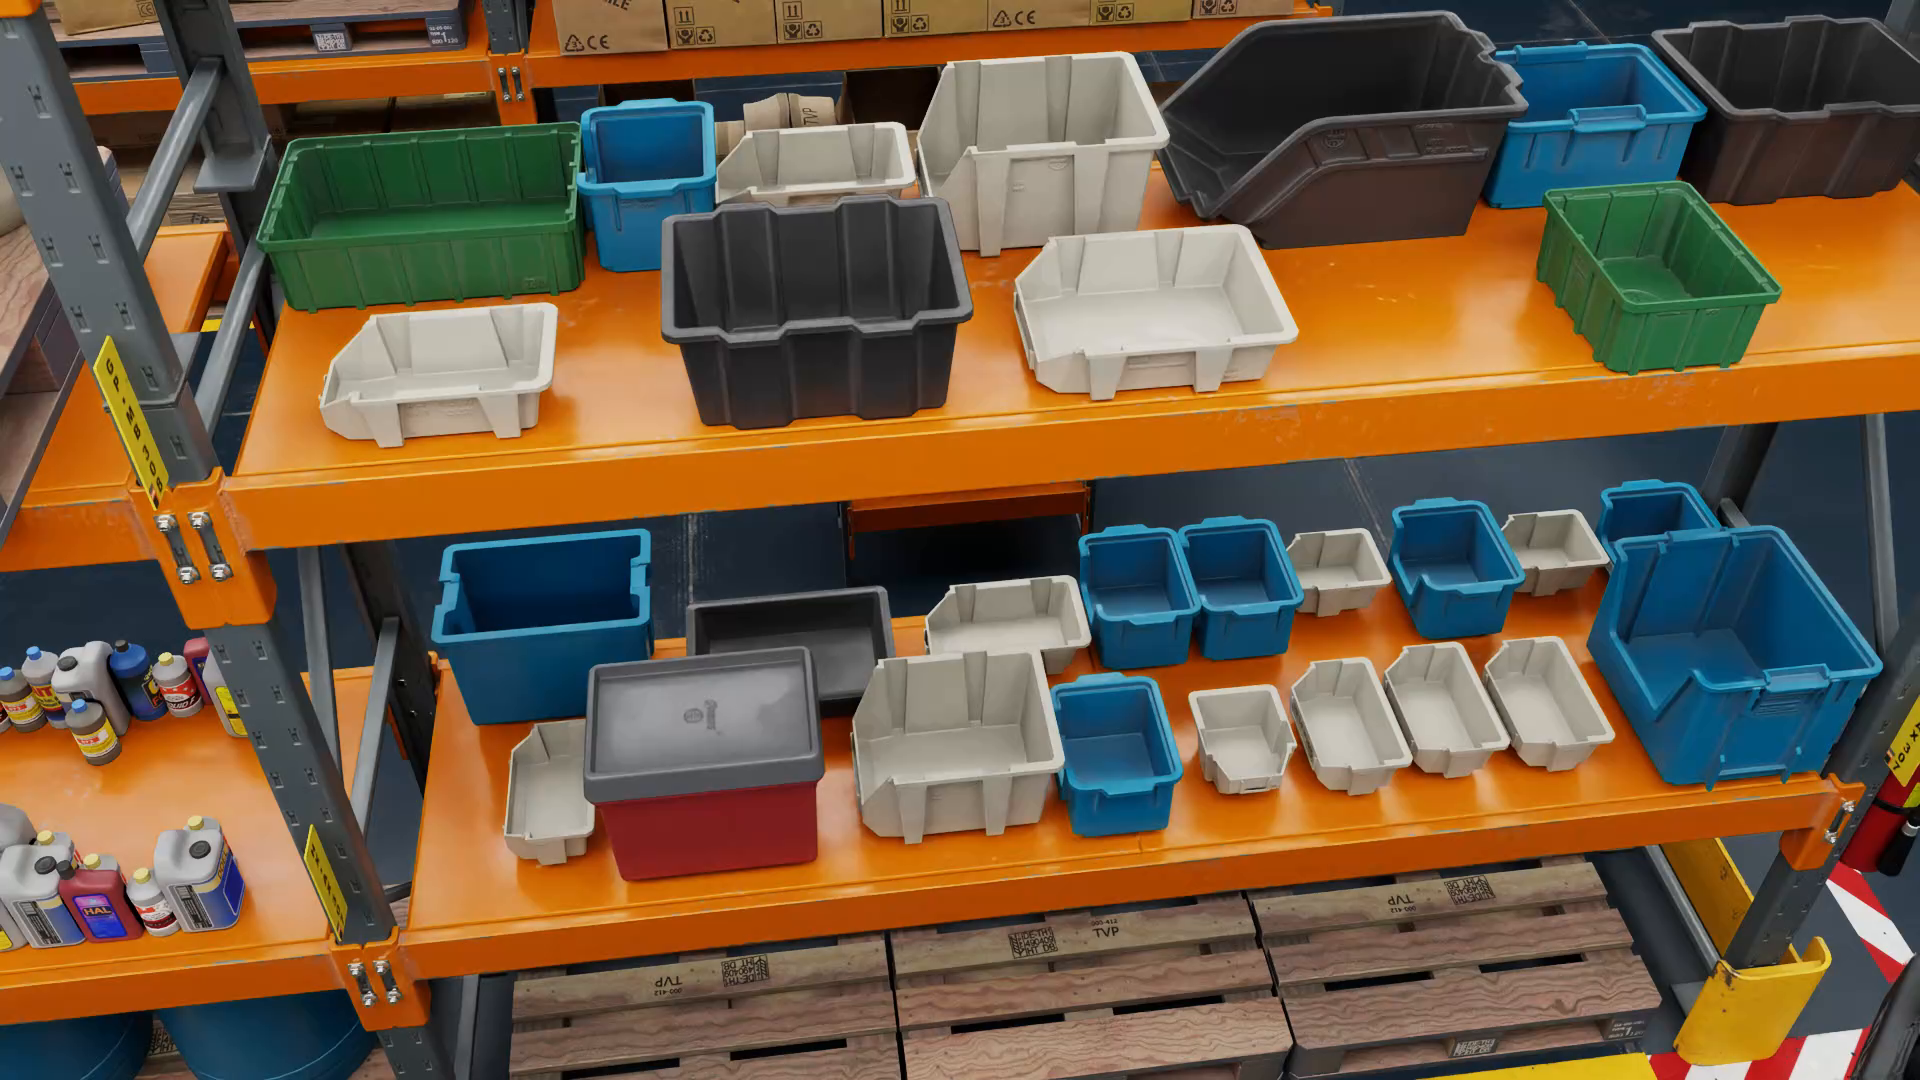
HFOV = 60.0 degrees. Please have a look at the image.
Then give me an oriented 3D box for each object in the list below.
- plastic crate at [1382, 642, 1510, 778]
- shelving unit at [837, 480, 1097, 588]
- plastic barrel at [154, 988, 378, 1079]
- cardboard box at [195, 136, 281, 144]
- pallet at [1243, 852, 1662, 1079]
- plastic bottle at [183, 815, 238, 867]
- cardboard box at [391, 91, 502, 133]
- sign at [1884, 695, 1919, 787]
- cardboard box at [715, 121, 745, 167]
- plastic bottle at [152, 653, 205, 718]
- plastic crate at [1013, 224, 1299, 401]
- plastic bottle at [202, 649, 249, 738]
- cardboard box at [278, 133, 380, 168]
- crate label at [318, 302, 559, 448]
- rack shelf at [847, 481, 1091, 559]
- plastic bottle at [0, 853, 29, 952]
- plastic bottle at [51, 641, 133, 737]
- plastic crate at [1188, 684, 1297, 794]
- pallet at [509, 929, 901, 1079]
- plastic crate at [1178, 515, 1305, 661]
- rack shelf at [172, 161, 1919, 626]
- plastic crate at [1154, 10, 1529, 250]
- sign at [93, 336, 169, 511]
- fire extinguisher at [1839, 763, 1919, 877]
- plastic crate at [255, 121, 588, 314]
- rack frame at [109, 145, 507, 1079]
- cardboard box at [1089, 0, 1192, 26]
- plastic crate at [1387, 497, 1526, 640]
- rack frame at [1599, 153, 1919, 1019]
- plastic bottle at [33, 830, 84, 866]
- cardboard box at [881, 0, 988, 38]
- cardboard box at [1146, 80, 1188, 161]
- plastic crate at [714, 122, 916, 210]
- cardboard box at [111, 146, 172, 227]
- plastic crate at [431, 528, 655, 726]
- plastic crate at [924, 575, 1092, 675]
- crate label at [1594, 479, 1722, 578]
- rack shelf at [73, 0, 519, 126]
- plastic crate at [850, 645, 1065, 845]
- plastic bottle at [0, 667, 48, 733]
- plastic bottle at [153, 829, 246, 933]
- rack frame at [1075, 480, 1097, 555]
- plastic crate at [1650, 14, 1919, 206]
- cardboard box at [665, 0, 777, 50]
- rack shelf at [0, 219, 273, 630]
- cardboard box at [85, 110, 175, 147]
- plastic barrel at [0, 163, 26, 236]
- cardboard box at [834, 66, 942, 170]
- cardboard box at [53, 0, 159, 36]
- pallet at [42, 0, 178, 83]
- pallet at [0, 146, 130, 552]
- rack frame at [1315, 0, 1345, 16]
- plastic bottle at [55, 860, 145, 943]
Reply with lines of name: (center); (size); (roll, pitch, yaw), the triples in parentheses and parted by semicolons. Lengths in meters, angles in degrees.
plastic crate: (1.334, 0.480, 4.630); (0.243, 0.136, 0.396); (-5, 42, -6)
shelving unit: (0.007, -0.418, 6.874); (1.048, 1.125, 0.538); (-5, 42, -6)
plastic barrel: (-2.100, 1.205, 4.928); (0.708, 0.901, 0.600); (-5, 42, -6)
cardboard box: (-3.732, -2.007, 8.774); (0.500, 0.500, 0.500); (-5, 42, -5)
pallet: (1.585, 1.279, 5.674); (1.213, 0.211, 1.003); (-5, 42, -6)
plastic bottle: (-1.942, 0.787, 4.286); (0.097, 0.201, 0.097); (0, 42, 0)
cardboard box: (-2.708, -2.100, 8.876); (0.500, 0.500, 0.500); (-7, 42, -7)
sign: (2.495, 0.501, 4.333); (0.005, 0.325, 0.100); (-5, 42, -6)
cardboard box: (-1.305, -2.160, 9.205); (0.250, 0.149, 0.380); (-5, 42, -6)
plastic bottle: (-2.221, 0.401, 4.714); (0.097, 0.201, 0.097); (0, 42, 0)
plastic crate: (0.391, -0.474, 3.493); (0.530, 0.136, 0.437); (-5, 42, -6)
plastic bottle: (-1.989, 0.382, 4.623); (0.185, 0.351, 0.144); (-5, 42, -6)
cardboard box: (-3.140, -1.709, 8.443); (0.500, 0.500, 0.500); (-5, 42, -5)
crate label: (-1.036, -0.321, 3.324); (0.466, 0.136, 0.293); (-5, 42, -6)
rack shelf: (0.007, -0.237, 7.038); (1.000, 0.278, 0.538); (-5, 42, -6)
plastic bottle: (-2.427, 0.861, 4.093); (0.185, 0.351, 0.144); (-5, 42, -6)
plastic bottle: (-2.429, 0.410, 4.648); (0.135, 0.276, 0.152); (-5, 42, -6)
plastic crate: (0.770, 0.559, 4.543); (0.250, 0.136, 0.298); (-5, 42, -6)
pallet: (-0.834, 1.491, 5.439); (1.213, 0.211, 1.003); (-5, 42, -6)
plastic crate: (0.815, 0.155, 4.919); (0.300, 0.233, 0.416); (-5, 42, -6)
rack shelf: (0.425, -0.475, 3.835); (4.000, 0.370, 1.077); (-5, 42, -6)
plastic crate: (0.857, -0.943, 3.862); (0.767, 0.338, 0.504); (-5, 42, -6)
sign: (-1.489, -0.206, 2.993); (0.005, 0.325, 0.100); (-5, 42, -6)
fire extinguisher: (2.616, 0.654, 4.622); (0.183, 0.674, 0.296); (-5, 42, -6)
plastic crate: (-1.177, -0.727, 3.735); (0.662, 0.188, 0.450); (-5, 42, -6)
rack frame: (-1.558, 0.545, 4.406); (0.127, 3.000, 1.000); (-5, 42, -6)
cardboard box: (0.847, -2.862, 8.109); (0.500, 0.500, 0.500); (-5, 42, -5)
plastic crate: (1.468, 0.098, 4.982); (0.300, 0.233, 0.416); (-5, 42, -6)
rack frame: (2.408, 0.198, 4.791); (0.127, 3.000, 1.000); (-5, 42, -6)
plastic bottle: (-2.304, 0.819, 4.251); (0.097, 0.201, 0.097); (0, 42, 0)
cardboard box: (-0.148, -2.779, 8.016); (0.500, 0.500, 0.500); (-6, 42, -6)
cardboard box: (1.262, -2.116, 8.895); (0.500, 0.500, 0.500); (-5, 42, -6)
plastic crate: (-0.346, -0.834, 3.892); (0.466, 0.136, 0.293); (-5, 42, -6)
cardboard box: (-4.141, -1.620, 8.345); (0.500, 0.500, 0.500); (-6, 42, -7)
plastic crate: (-1.140, 0.262, 4.687); (0.575, 0.384, 0.392); (-5, 42, -6)
plastic crate: (0.129, 0.270, 4.863); (0.466, 0.136, 0.293); (-5, 42, -6)
crate label: (2.121, 0.041, 5.046); (0.303, 0.233, 0.416); (-5, 42, -6)
rack shelf: (-4.180, -2.304, 8.102); (4.000, 0.370, 1.077); (-5, 42, -6)
plastic crate: (-0.020, 0.557, 4.437); (0.530, 0.282, 0.437); (-5, 42, -6)
plastic bottle: (-2.644, 0.438, 4.673); (0.097, 0.201, 0.097); (0, 42, 0)
plastic bottle: (-1.907, 0.840, 4.171); (0.135, 0.276, 0.152); (-5, 42, -6)
rack frame: (0.511, -0.462, 6.923); (0.032, 1.125, 0.500); (-5, 42, -6)
plastic crate: (1.990, -1.019, 3.998); (0.590, 0.269, 0.497); (-5, 42, -6)
cardboard box: (-1.149, -2.692, 7.920); (0.500, 0.500, 0.500); (-4, 42, -5)
rack shelf: (-3.541, -0.128, 3.450); (4.000, 0.370, 1.077); (-5, 42, -6)
cardboard box: (-4.197, -2.247, 8.480); (0.500, 0.250, 0.500); (-6, 42, -6)
plastic barrel: (-2.113, -0.896, 3.349); (0.433, 0.535, 0.433); (0, 42, 0)
cardboard box: (-0.335, -2.148, 8.927); (0.637, 0.503, 0.797); (-5, 42, -6)
cardboard box: (-3.941, -2.743, 7.664); (0.500, 0.500, 0.700); (-15, 44, -16)
pallet: (-4.235, -2.498, 7.923); (1.213, 0.211, 1.003); (-5, 42, -6)
pallet: (-2.323, -0.365, 3.317); (1.003, 0.211, 1.213); (-5, 42, -6)
rack frame: (1.769, -3.092, 8.438); (0.127, 3.000, 1.000); (-5, 42, -6)
plastic bottle: (-2.131, 0.888, 4.113); (0.133, 0.283, 0.061); (-5, 42, -6)
